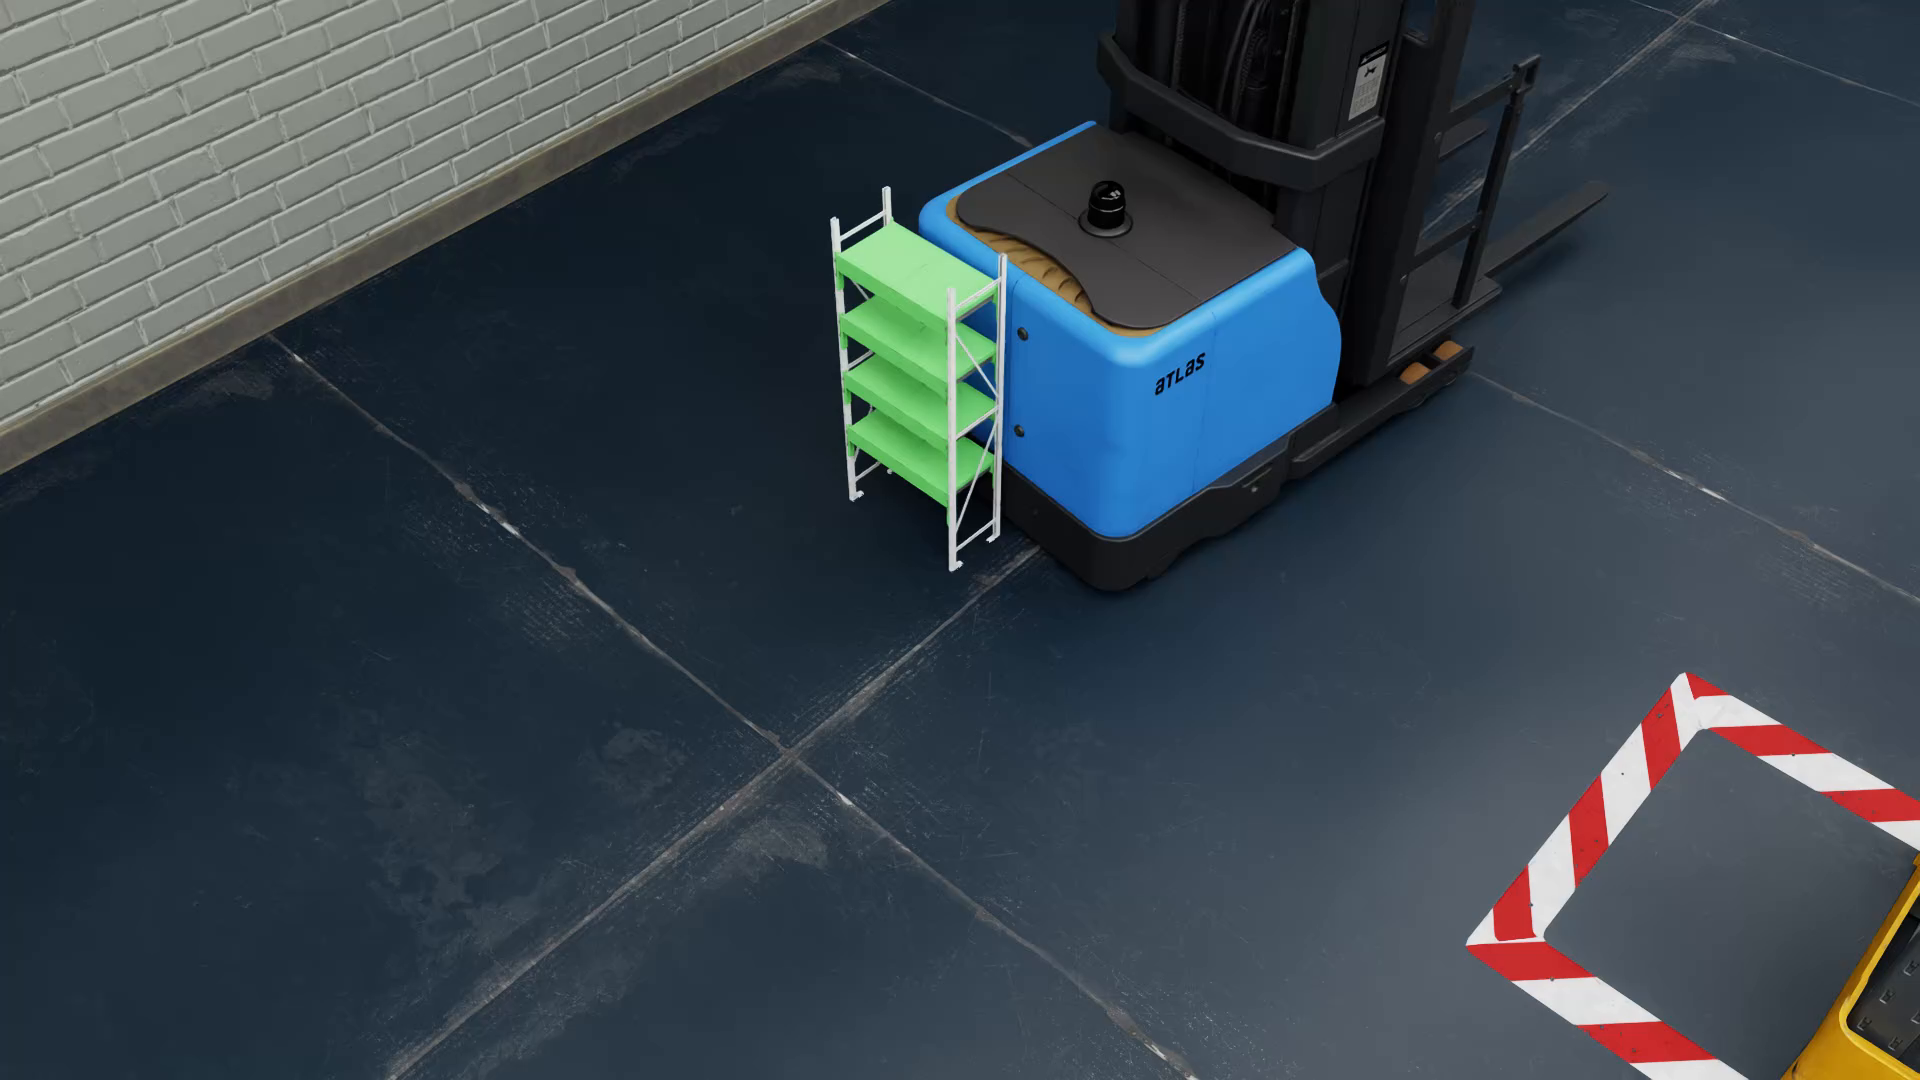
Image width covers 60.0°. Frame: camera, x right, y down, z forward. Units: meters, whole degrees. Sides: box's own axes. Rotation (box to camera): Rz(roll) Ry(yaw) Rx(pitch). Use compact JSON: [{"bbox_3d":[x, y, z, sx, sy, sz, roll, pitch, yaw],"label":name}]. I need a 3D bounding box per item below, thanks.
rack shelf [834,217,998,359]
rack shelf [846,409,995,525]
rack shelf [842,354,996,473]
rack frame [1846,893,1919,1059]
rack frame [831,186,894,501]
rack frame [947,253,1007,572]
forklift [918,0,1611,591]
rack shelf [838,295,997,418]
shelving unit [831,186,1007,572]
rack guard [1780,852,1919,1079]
[{"bbox_3d":[-0.126,-0.776,5.085,0.480,0.148,0.258,35,56,28],"label":"rack shelf"},{"bbox_3d":[-0.126,-0.284,5.610,0.480,0.148,0.258,35,56,28],"label":"rack shelf"},{"bbox_3d":[-0.126,-0.448,5.435,0.480,0.148,0.258,35,56,28],"label":"rack shelf"},{"bbox_3d":[2.542,0.216,3.490,0.053,2.616,0.949,34,55,28],"label":"rack frame"},{"bbox_3d":[-0.302,-0.614,5.504,0.015,1.200,0.240,35,56,28],"label":"rack frame"},{"bbox_3d":[0.051,-0.369,5.273,0.015,1.200,0.240,35,56,28],"label":"rack frame"},{"bbox_3d":[1.299,-1.762,5.394,3.031,2.935,1.130,-32,55,-26],"label":"forklift"},{"bbox_3d":[-0.126,-0.612,5.260,0.480,0.148,0.258,35,56,28],"label":"rack shelf"},{"bbox_3d":[-0.126,-0.492,5.389,0.503,1.200,0.258,35,56,28],"label":"shelving unit"},{"bbox_3d":[2.601,1.107,4.368,0.348,0.500,1.175,34,55,28],"label":"rack guard"}]
